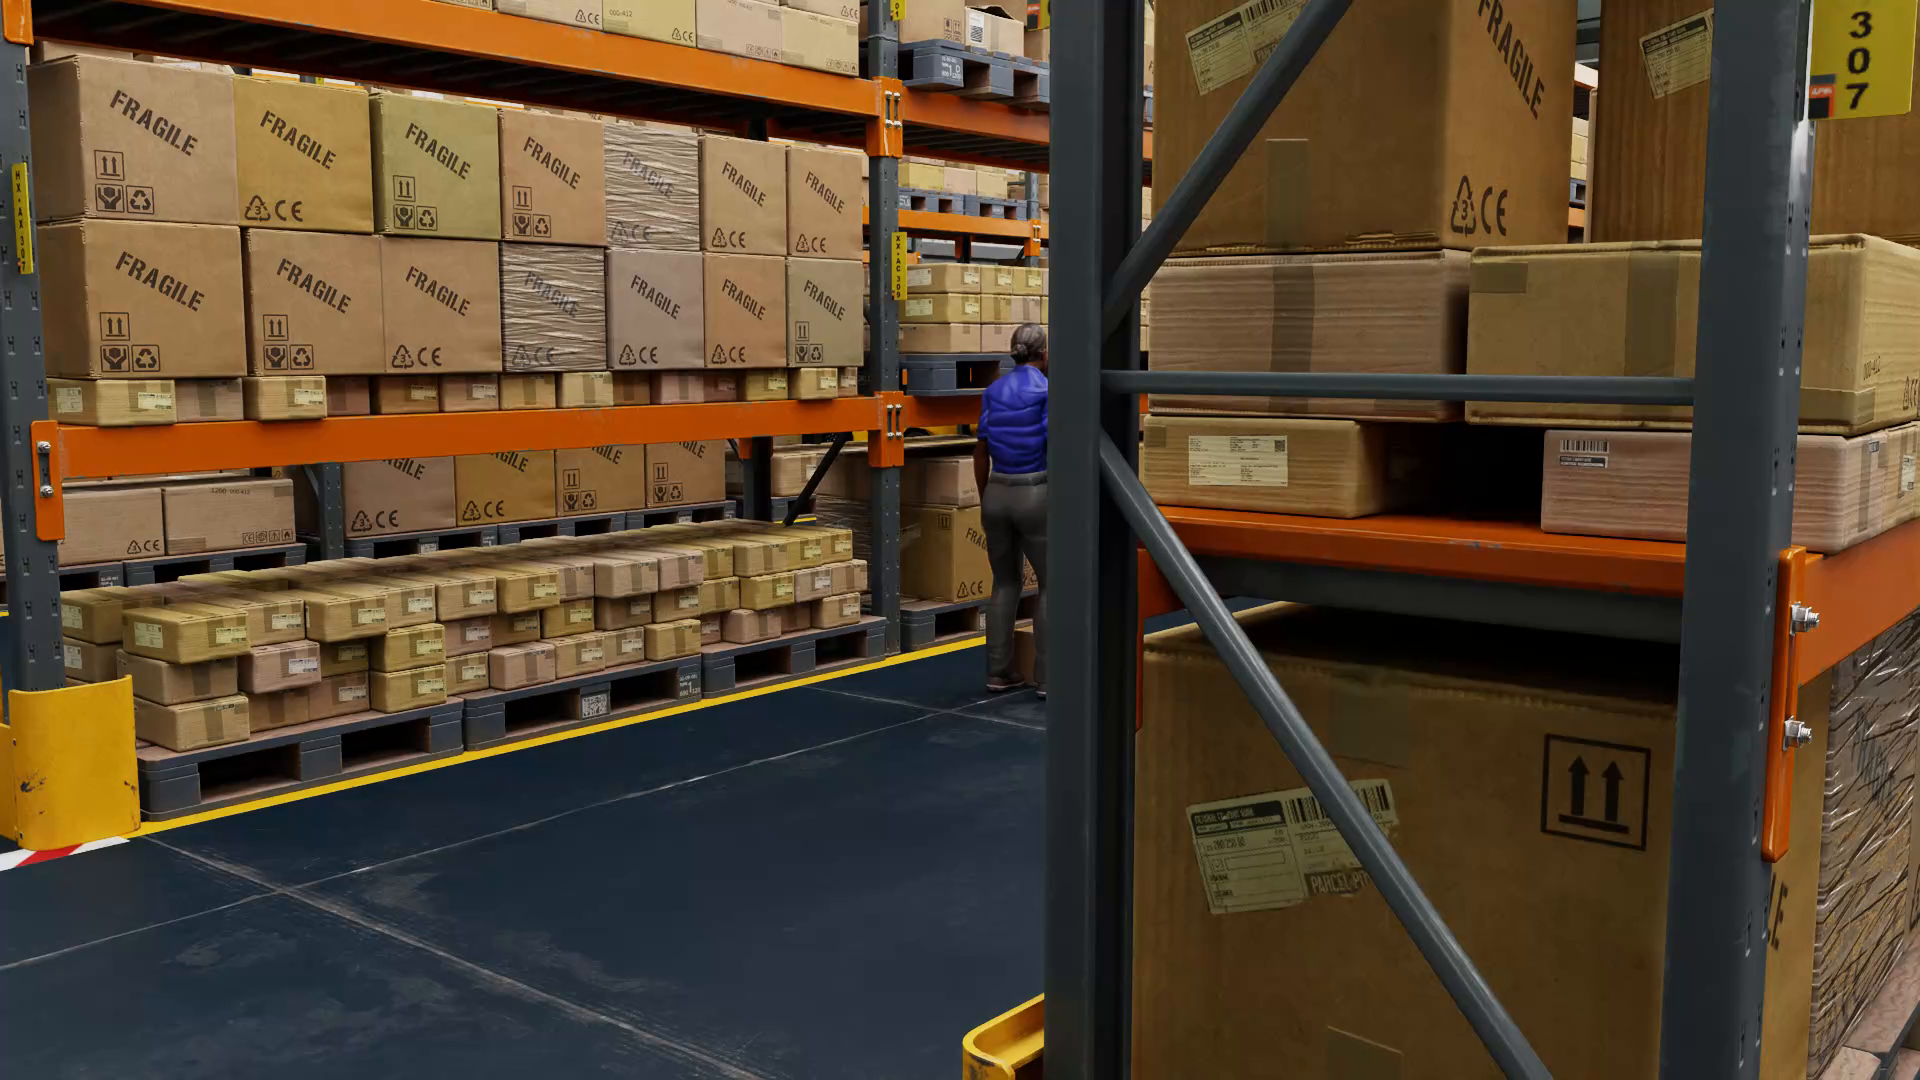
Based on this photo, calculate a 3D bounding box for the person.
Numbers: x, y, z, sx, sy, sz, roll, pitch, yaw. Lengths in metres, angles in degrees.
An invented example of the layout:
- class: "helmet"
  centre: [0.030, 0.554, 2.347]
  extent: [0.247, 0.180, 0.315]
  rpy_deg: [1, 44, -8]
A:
- class: "person"
  centre: [0.302, -0.137, 7.416]
  extent: [0.521, 1.654, 0.352]
  rpy_deg: [5, 8, 35]
